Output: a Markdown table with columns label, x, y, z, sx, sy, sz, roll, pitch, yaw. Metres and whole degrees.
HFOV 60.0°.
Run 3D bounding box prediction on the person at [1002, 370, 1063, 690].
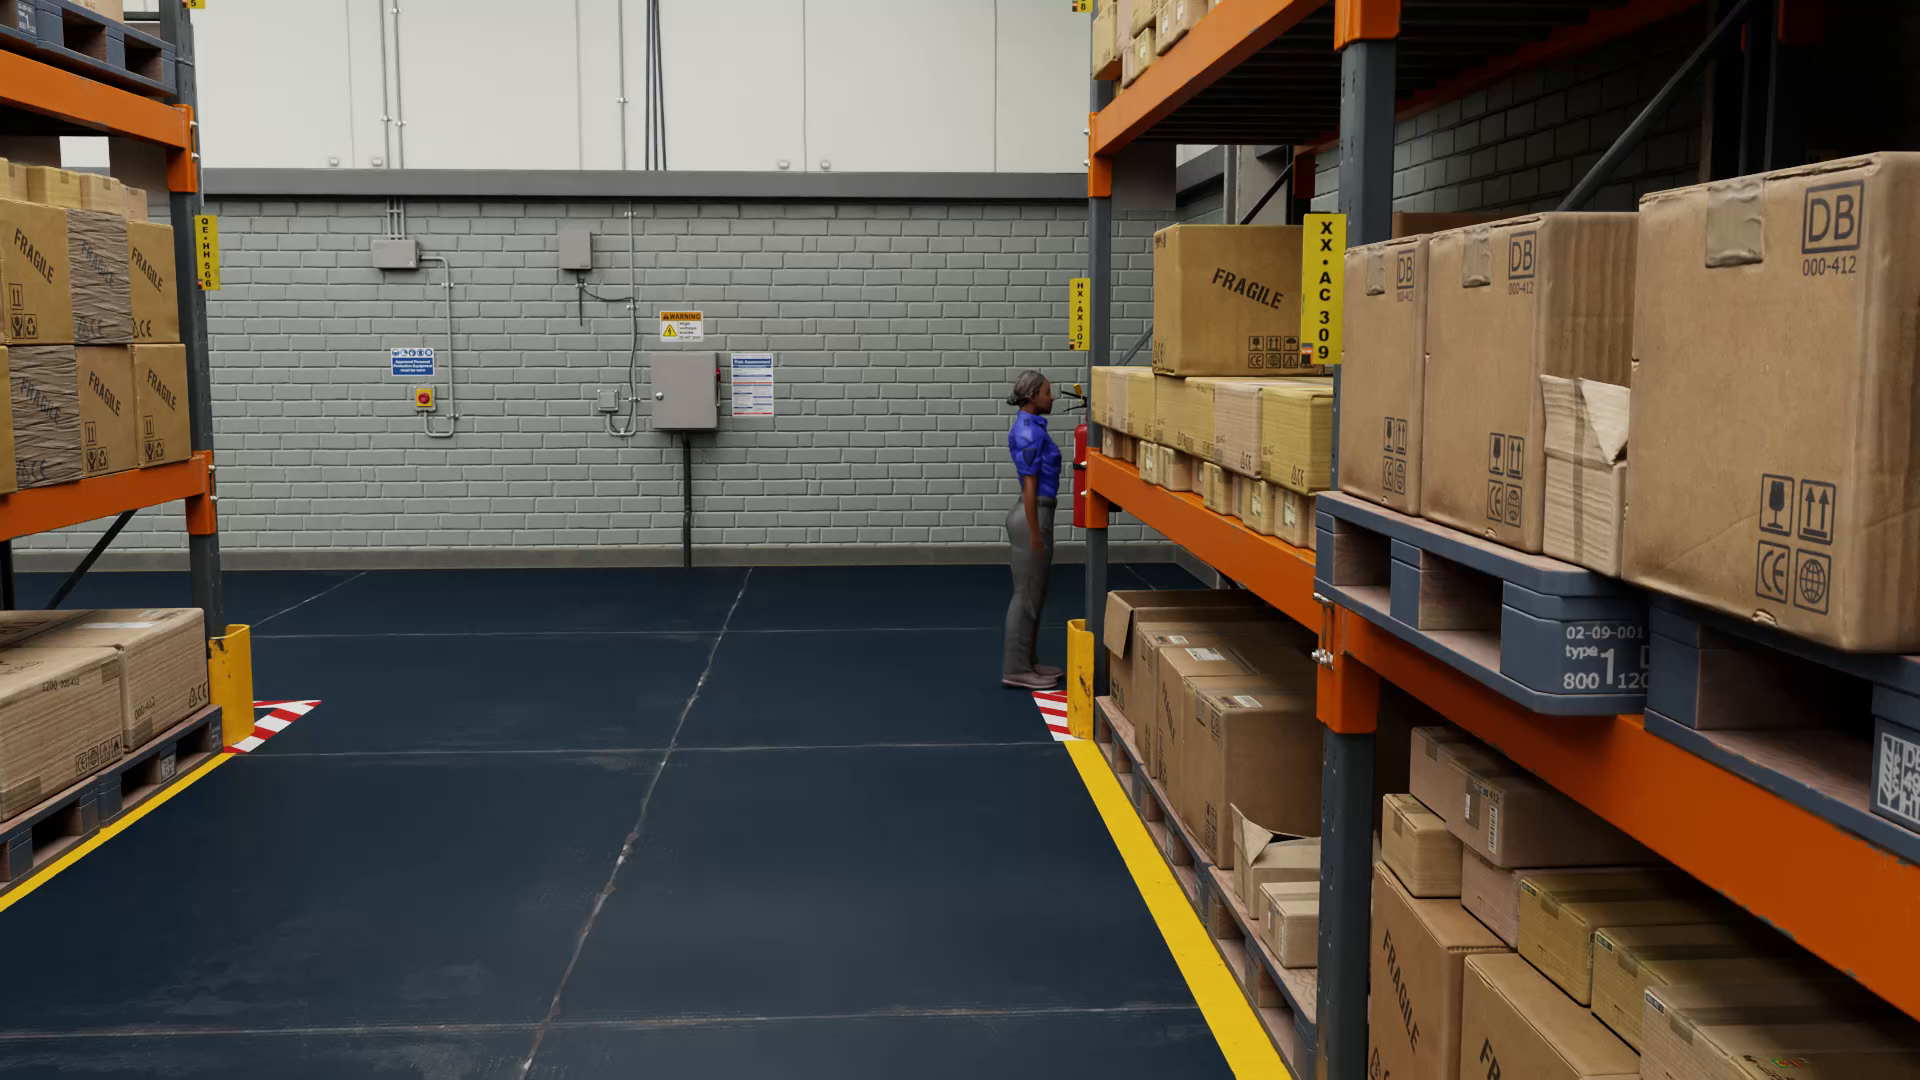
| label | x | y | z | sx | sy | sz | roll | pitch | yaw |
| --- | --- | --- | --- | --- | --- | --- | --- | --- | --- |
| person | 0.387 | -0.063 | 8.797 | 0.338 | 1.662 | 0.443 | 0 | 7 | 0 |
